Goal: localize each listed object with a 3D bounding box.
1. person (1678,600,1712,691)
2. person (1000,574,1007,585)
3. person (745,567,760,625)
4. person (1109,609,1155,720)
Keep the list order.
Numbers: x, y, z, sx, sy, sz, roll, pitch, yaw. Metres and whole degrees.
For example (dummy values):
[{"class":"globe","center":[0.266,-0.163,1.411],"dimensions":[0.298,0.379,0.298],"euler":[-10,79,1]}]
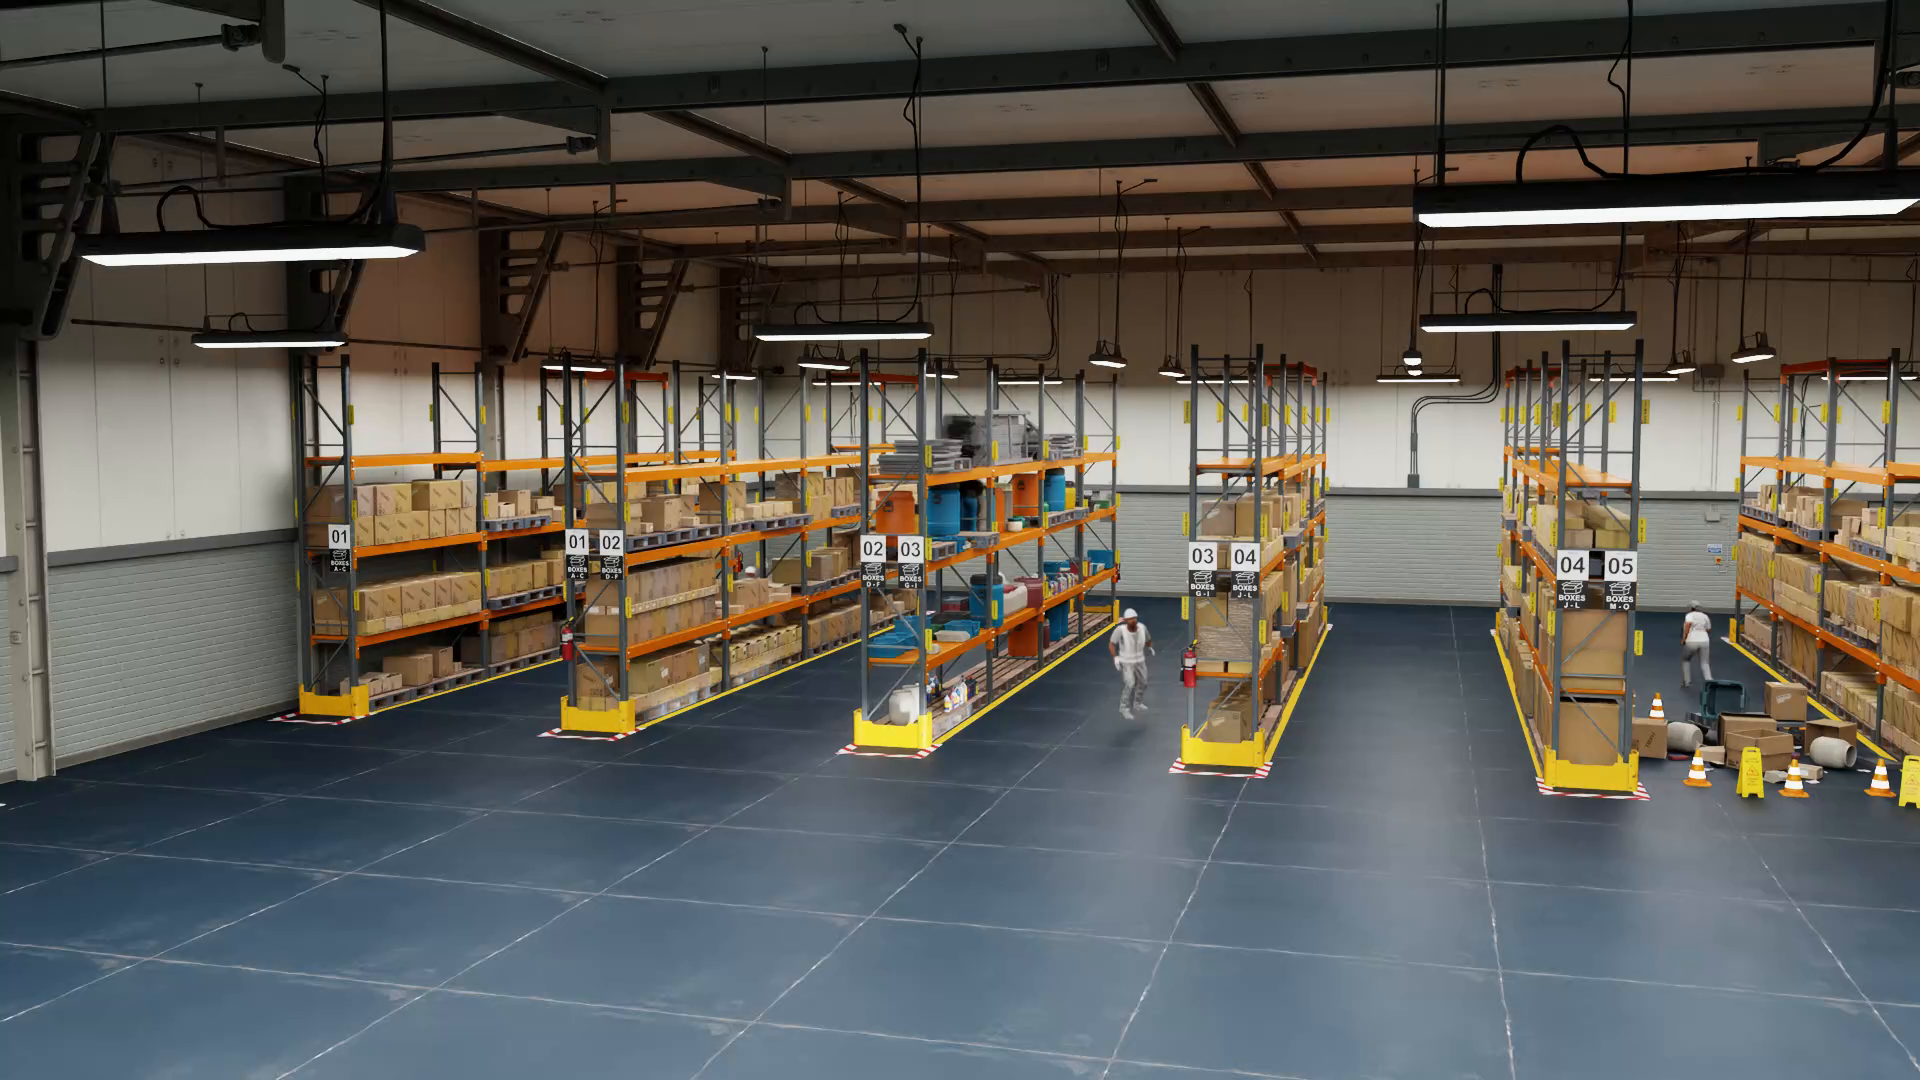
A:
[{"class":"person","center":[13.368,1.933,30.156],"dimensions":[0.600,1.640,0.945],"euler":[0,4,3]},{"class":"person","center":[0.709,1.369,37.056],"dimensions":[0.695,1.724,0.672],"euler":[1,4,17]},{"class":"person","center":[-4.569,1.414,36.826],"dimensions":[0.651,1.664,0.780],"euler":[0,4,6]},{"class":"person","center":[2.734,1.939,26.220],"dimensions":[0.705,1.744,0.751],"euler":[-2,5,-23]}]
